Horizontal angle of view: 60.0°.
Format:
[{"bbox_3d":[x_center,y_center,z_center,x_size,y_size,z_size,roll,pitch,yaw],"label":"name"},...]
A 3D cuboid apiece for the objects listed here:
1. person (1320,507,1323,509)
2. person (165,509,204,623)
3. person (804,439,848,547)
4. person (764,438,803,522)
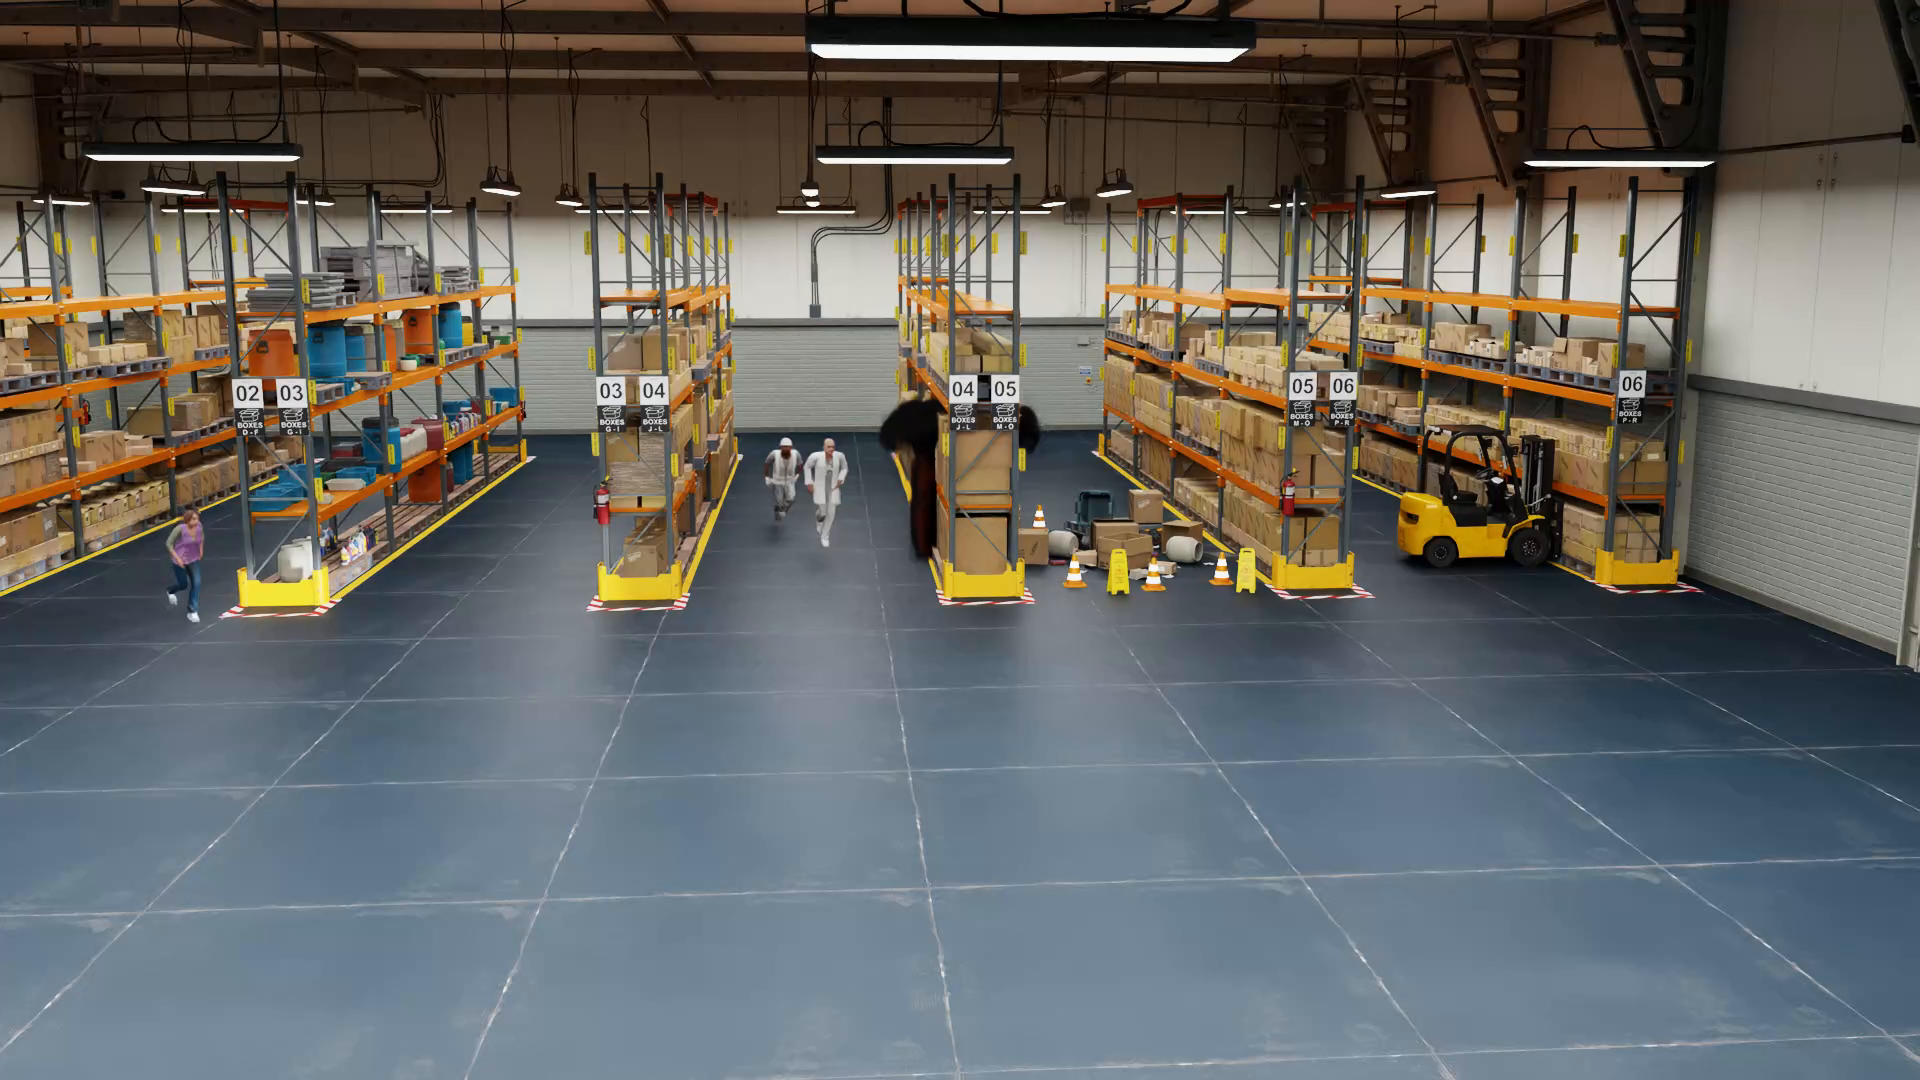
[{"bbox_3d":[6.687,-1.346,31.643,0.530,1.623,0.899,-2,10,-12],"label":"person"},{"bbox_3d":[-10.568,0.336,22.624,0.866,1.511,0.551,7,12,35],"label":"person"},{"bbox_3d":[-2.147,-0.787,26.642,0.706,1.730,0.758,-3,11,-18],"label":"person"},{"bbox_3d":[-3.118,-1.054,29.467,0.674,1.572,0.794,-4,11,-20],"label":"person"}]
